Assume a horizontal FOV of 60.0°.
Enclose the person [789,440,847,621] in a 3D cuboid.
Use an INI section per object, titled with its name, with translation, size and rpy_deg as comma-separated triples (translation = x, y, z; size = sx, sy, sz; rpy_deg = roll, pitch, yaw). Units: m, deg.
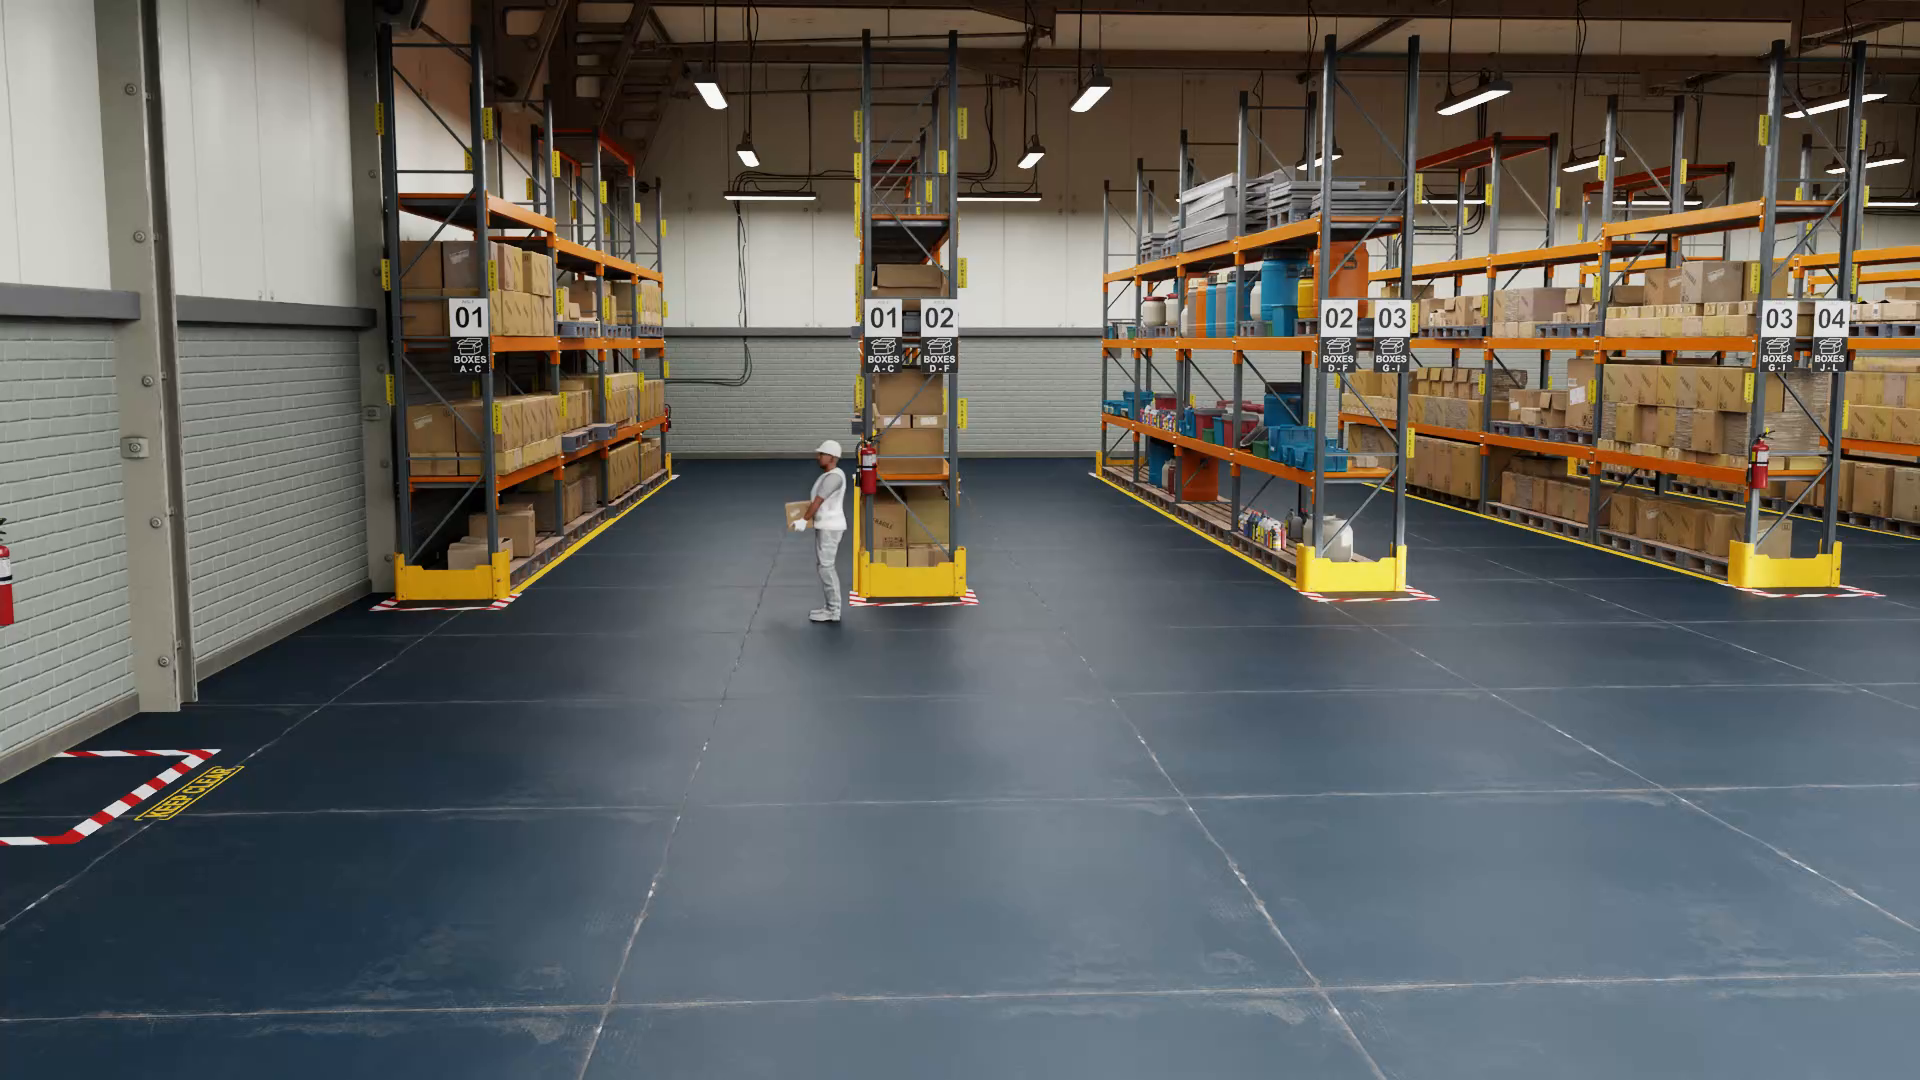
[person]
translation = -1.406, -0.098, 16.480
size = 0.565, 1.781, 0.489
rpy_deg = 0, 7, -3
